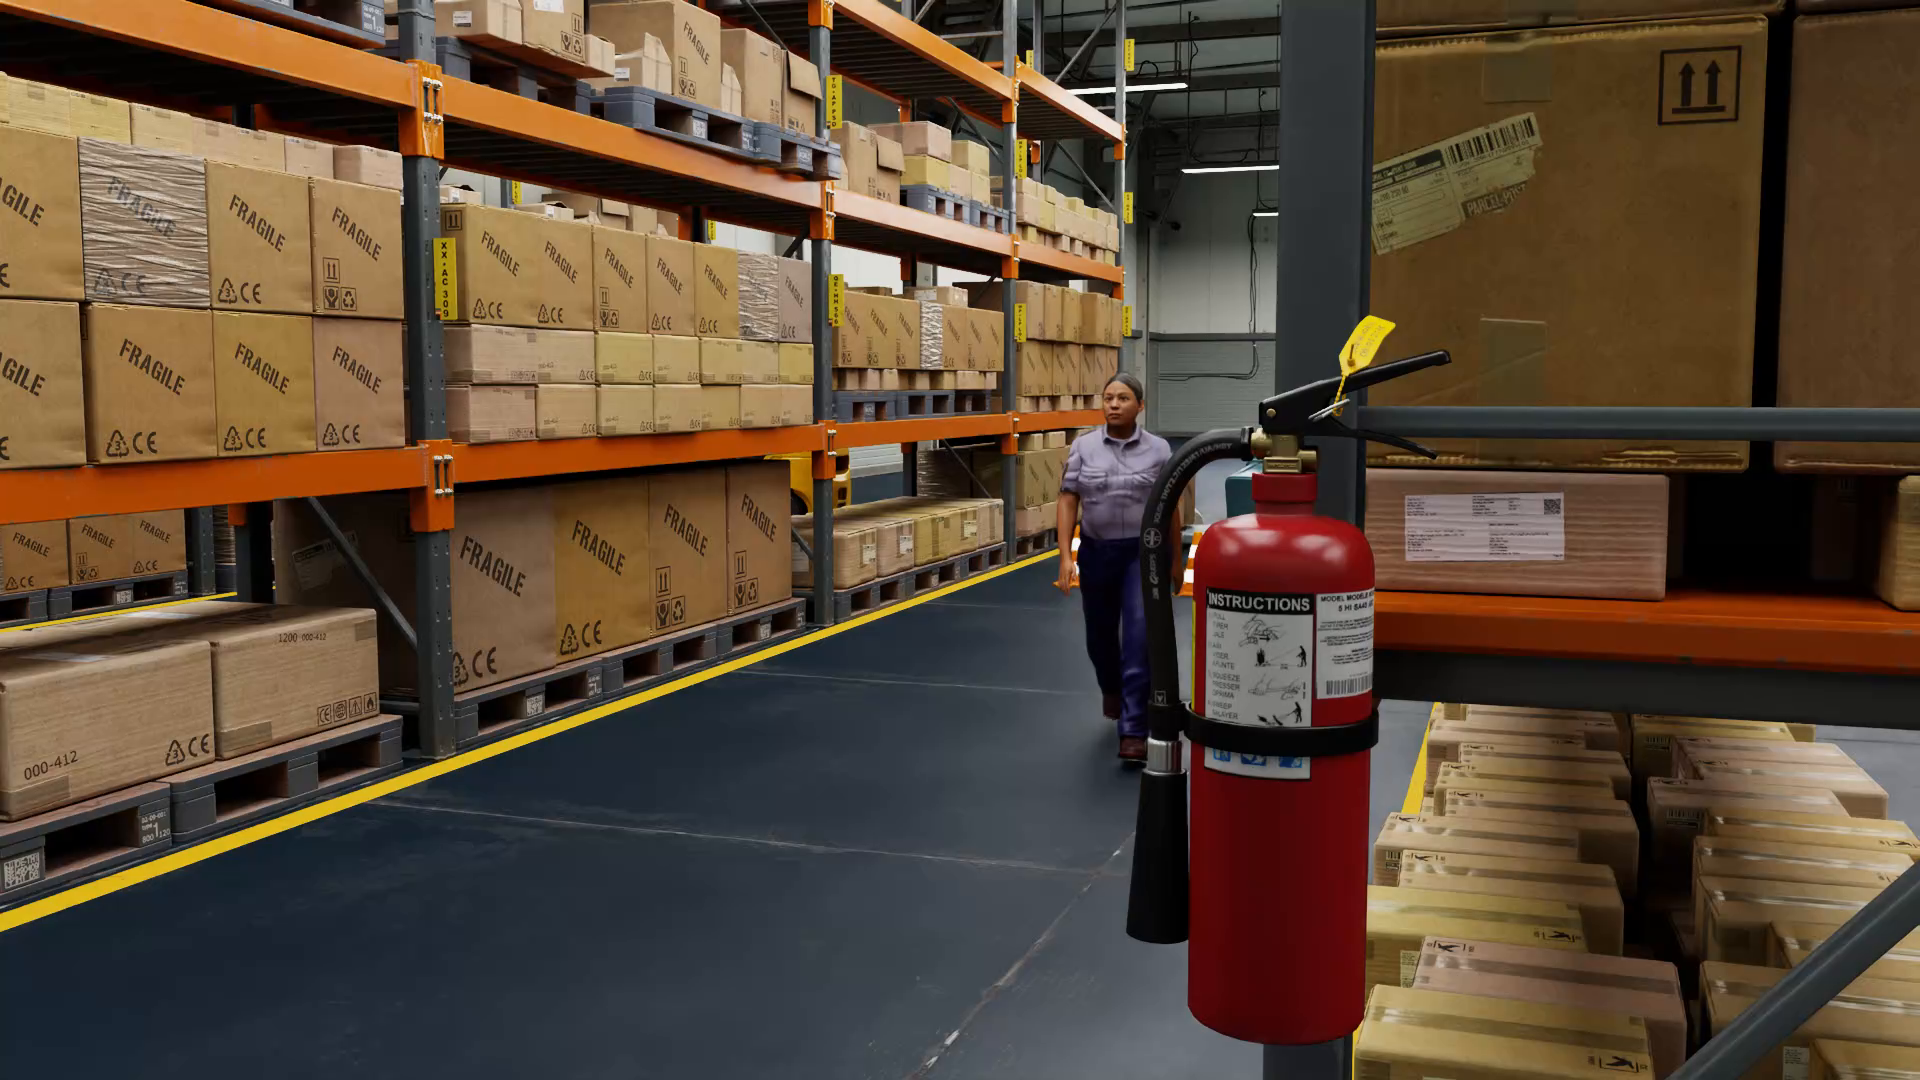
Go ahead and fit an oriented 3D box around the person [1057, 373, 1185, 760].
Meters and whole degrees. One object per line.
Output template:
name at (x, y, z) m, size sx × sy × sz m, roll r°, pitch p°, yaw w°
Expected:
person at (0.686, 0.082, 7.098) m, size 0.517 × 1.585 × 1.048 m, roll 1°, pitch 5°, yaw 13°
